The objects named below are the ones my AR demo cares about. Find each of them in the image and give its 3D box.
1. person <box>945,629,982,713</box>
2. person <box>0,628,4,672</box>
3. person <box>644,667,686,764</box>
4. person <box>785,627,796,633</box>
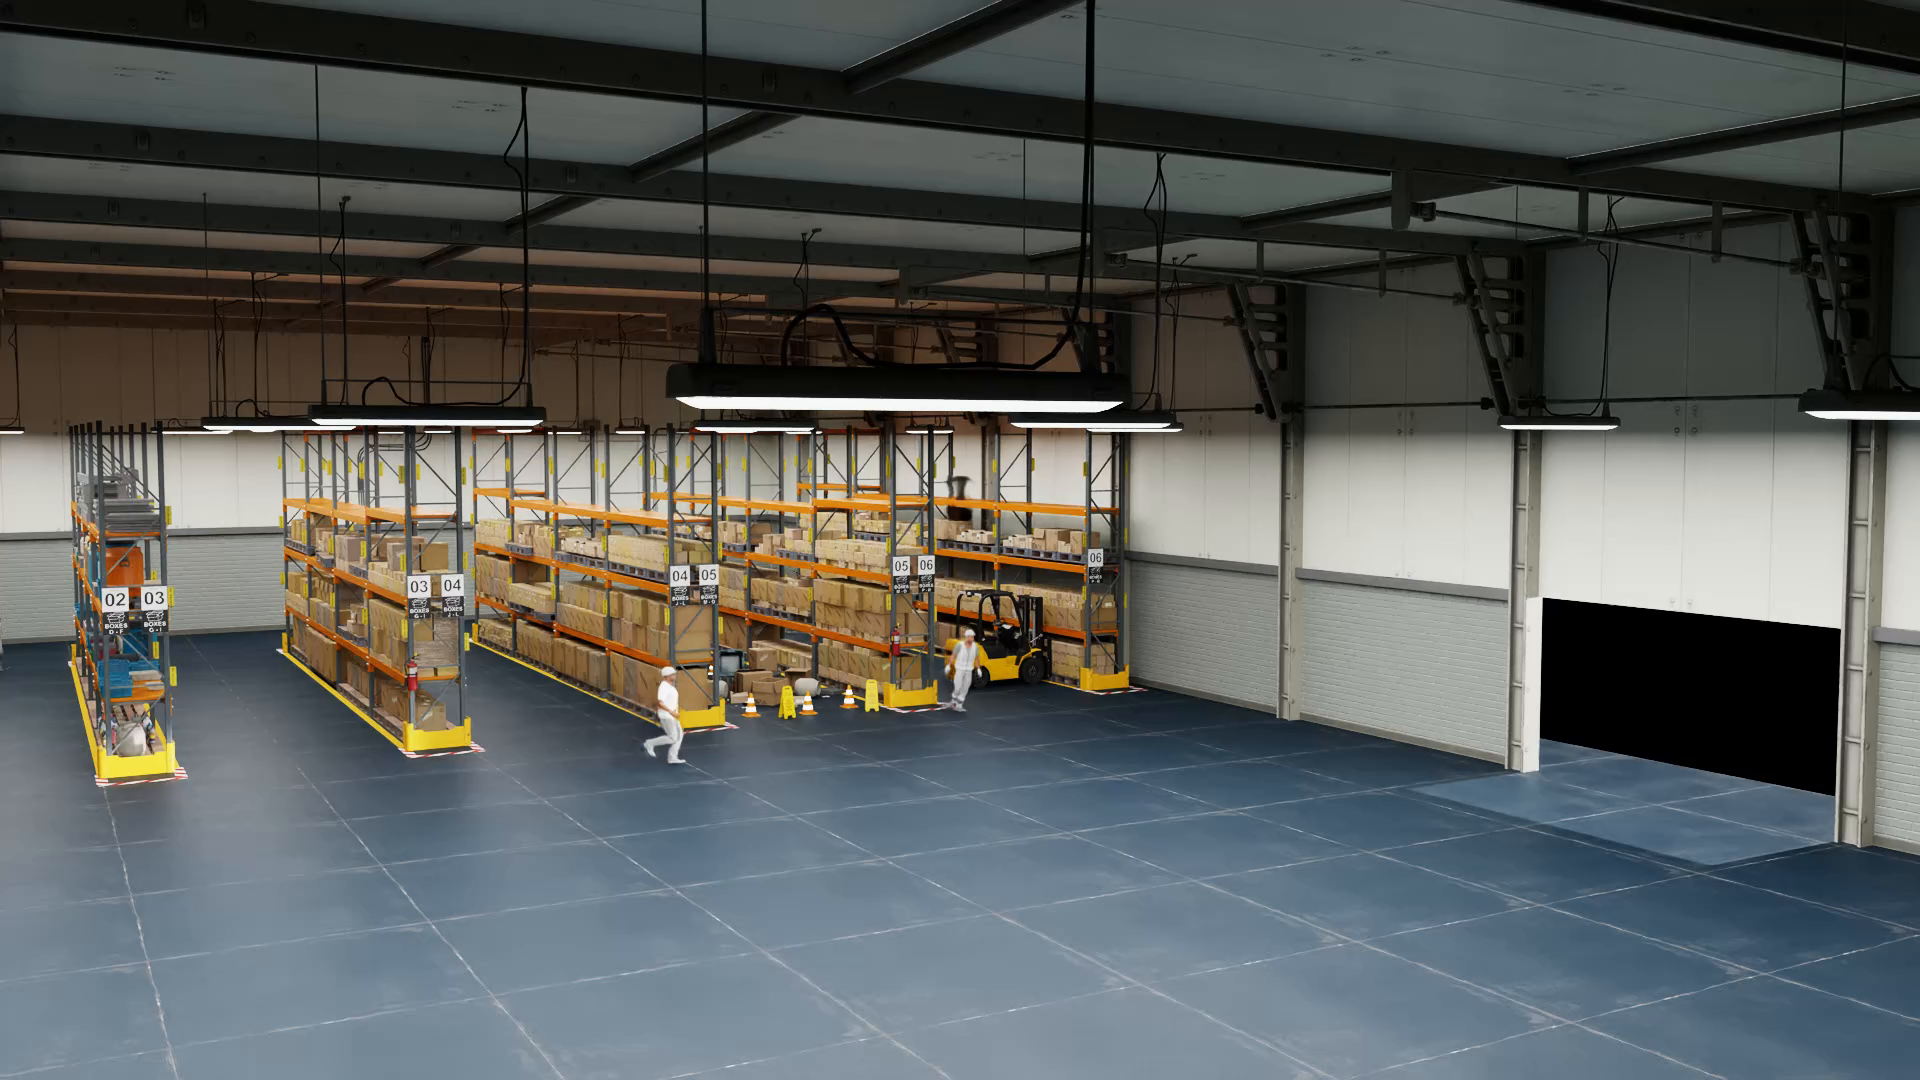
[{"bbox_3d":[0.073,2.718,34.583,0.695,1.753,0.588,-1,4,-22],"label":"person"},{"bbox_3d":[-23.469,2.436,40.206,0.846,1.626,0.547,3,5,39],"label":"person"},{"bbox_3d":[-5.165,3.073,29.096,0.721,1.724,0.706,0,4,0],"label":"person"},{"bbox_3d":[-5.186,1.925,48.541,0.881,1.569,0.579,2,4,24],"label":"person"}]
